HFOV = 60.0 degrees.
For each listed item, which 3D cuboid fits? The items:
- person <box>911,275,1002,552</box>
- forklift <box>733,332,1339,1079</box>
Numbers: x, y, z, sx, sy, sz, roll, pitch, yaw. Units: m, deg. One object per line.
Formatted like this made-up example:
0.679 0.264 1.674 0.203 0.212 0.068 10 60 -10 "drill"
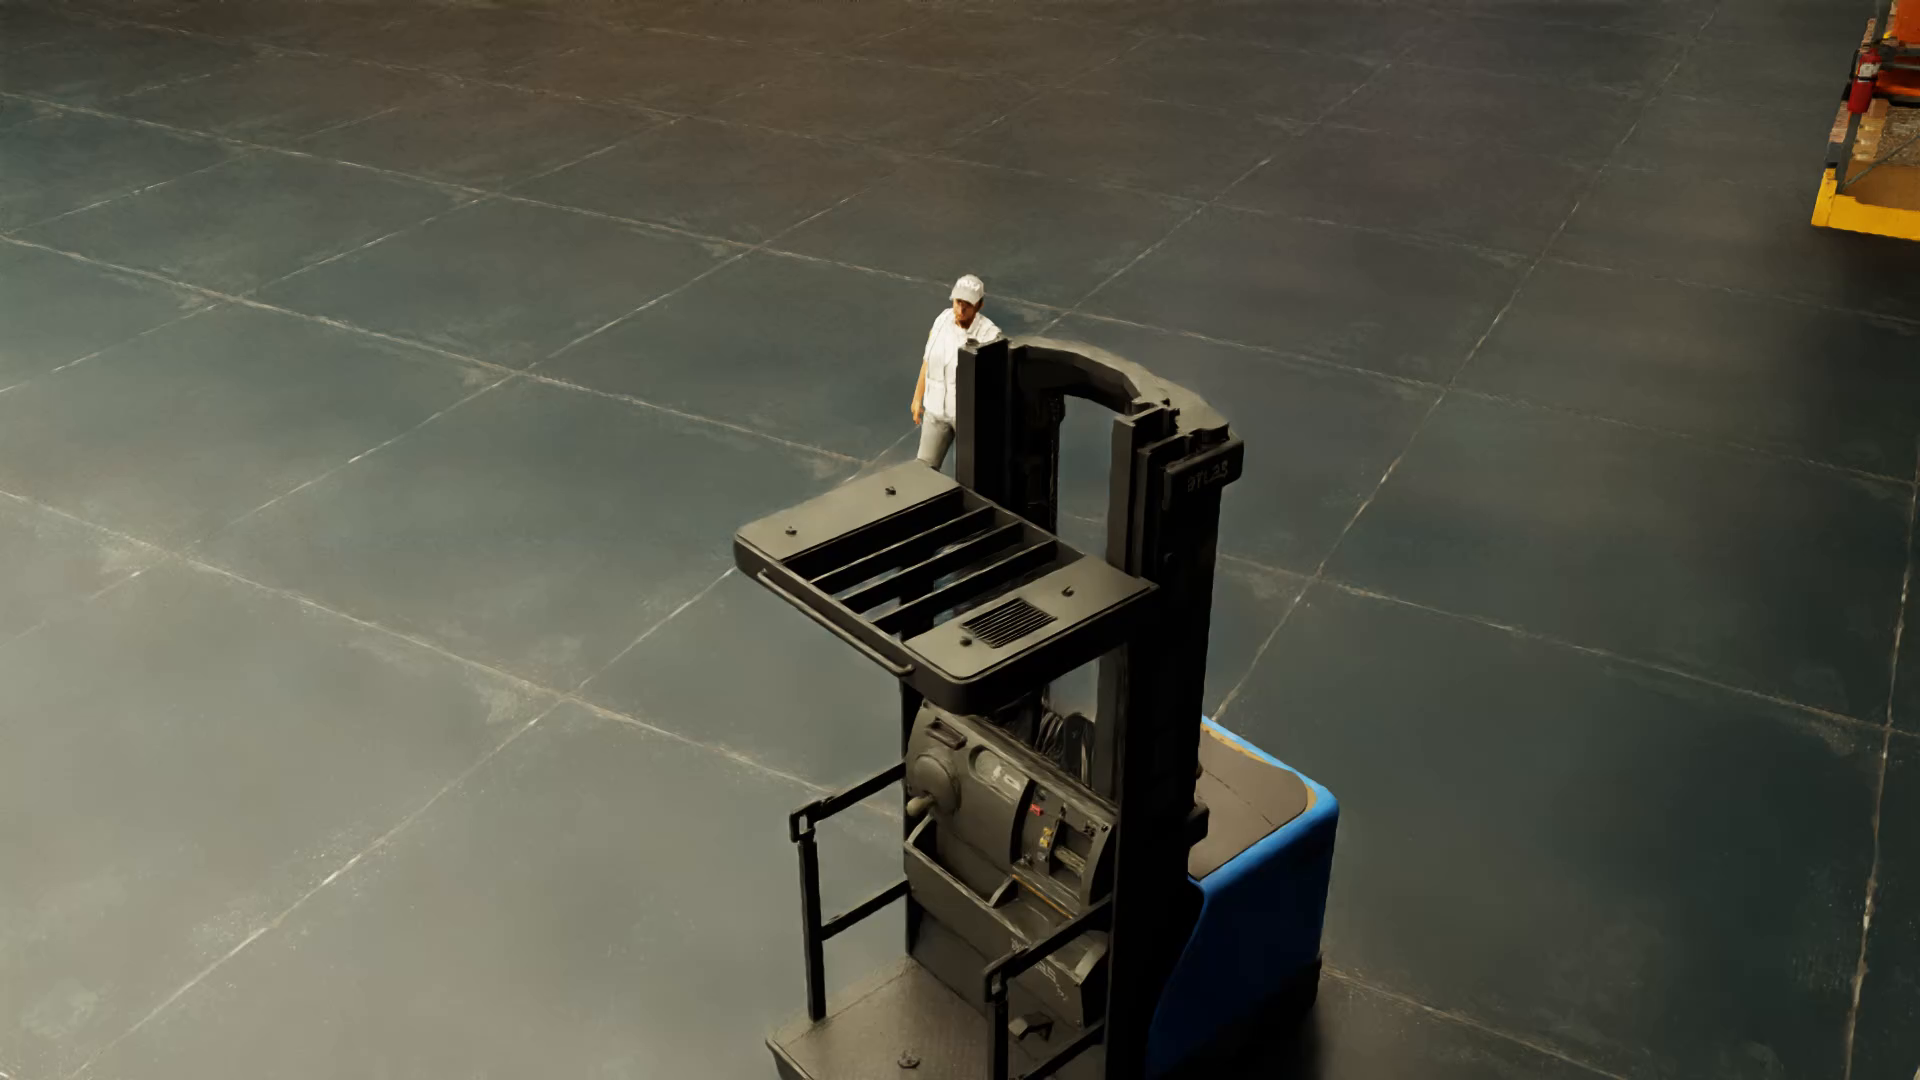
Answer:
-0.057 -0.700 9.534 0.598 1.669 0.529 15 33 25 "person"
-0.008 0.918 5.479 3.031 2.935 1.130 -24 37 -35 "forklift"
